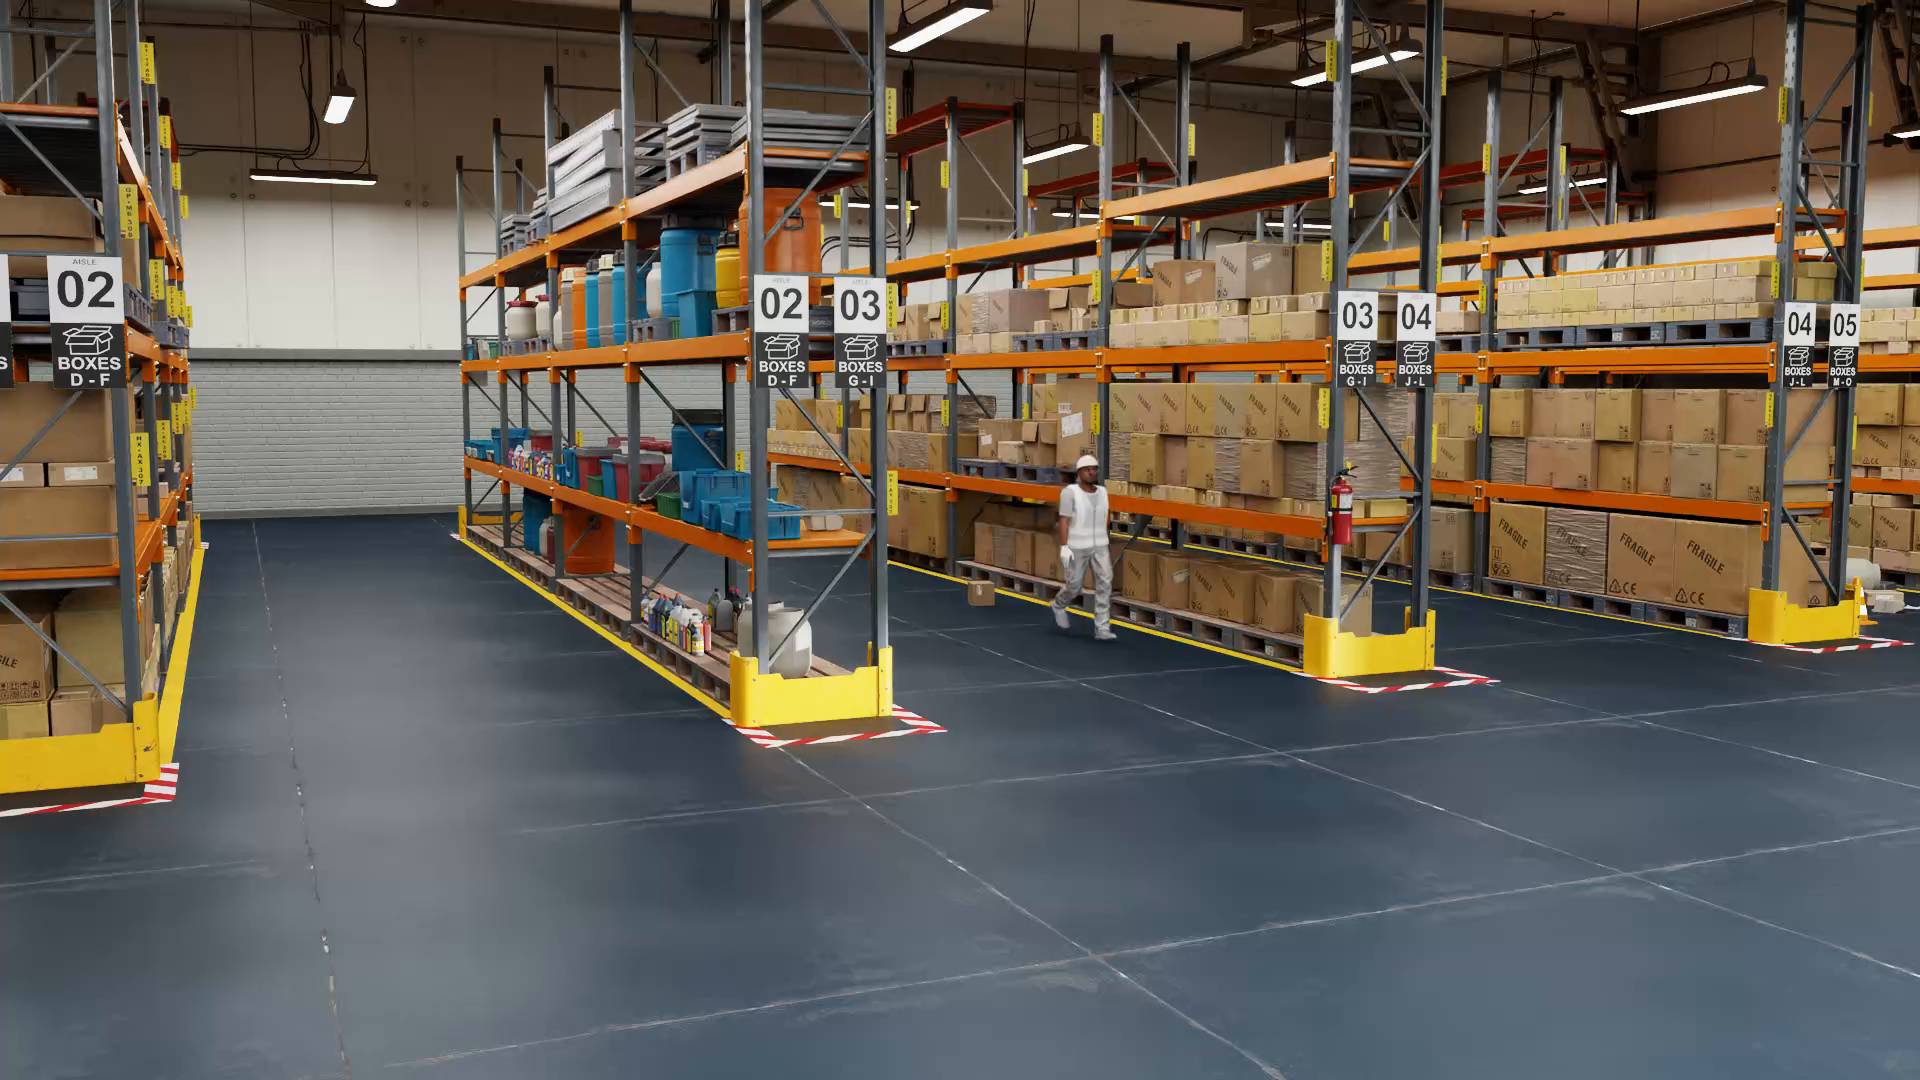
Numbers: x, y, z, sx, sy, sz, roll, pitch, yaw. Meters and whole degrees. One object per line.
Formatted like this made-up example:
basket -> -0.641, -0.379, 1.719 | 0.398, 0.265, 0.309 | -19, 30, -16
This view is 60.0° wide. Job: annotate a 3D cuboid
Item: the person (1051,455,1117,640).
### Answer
person -> 1.184, 0.063, 15.894 | 0.576, 1.751, 0.937 | -2, 6, -22
